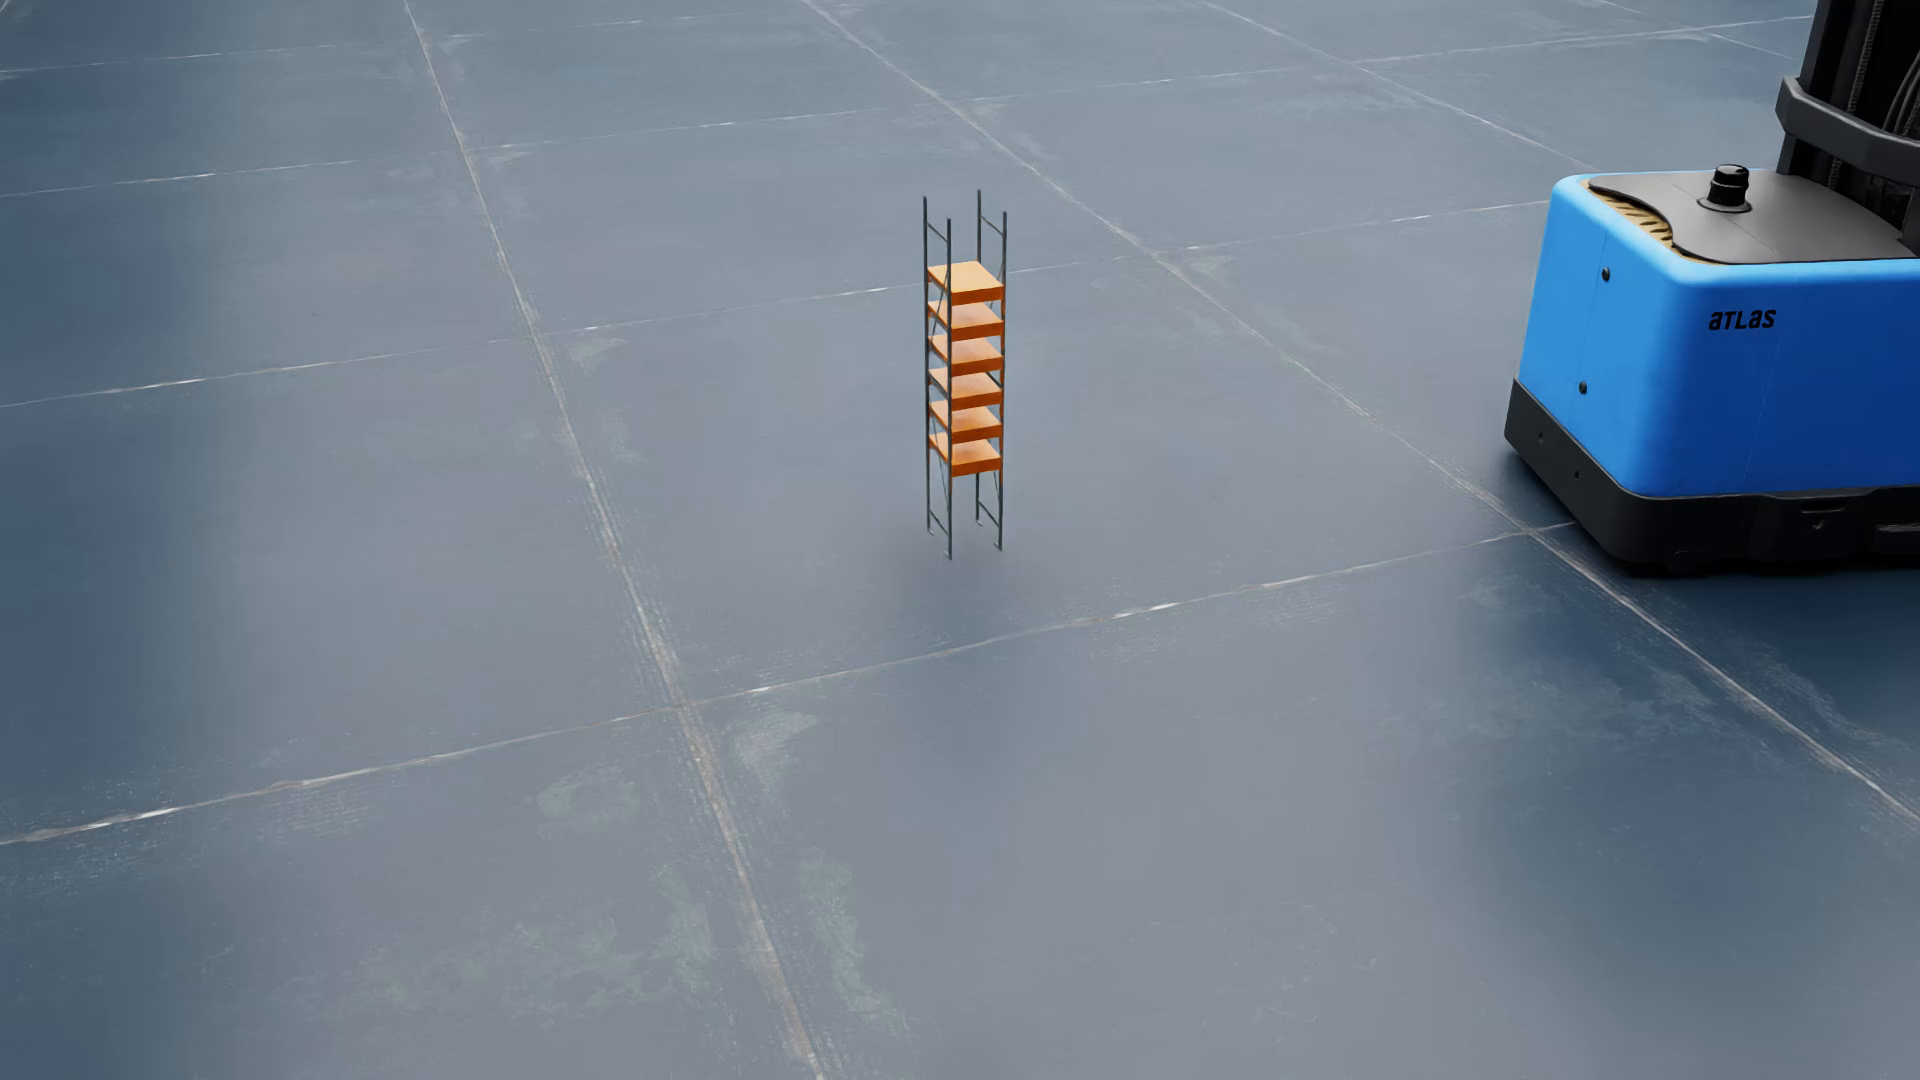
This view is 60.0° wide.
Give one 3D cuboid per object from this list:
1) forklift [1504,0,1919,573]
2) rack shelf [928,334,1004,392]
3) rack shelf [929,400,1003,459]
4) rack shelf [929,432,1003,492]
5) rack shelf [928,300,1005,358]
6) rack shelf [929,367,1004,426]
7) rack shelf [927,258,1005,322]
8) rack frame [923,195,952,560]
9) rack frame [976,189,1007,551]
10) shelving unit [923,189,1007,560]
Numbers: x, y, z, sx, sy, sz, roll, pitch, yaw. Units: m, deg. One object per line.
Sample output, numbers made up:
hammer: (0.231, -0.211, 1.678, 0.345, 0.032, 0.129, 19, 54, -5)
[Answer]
forklift: (3.610, -1.466, 5.363, 3.031, 2.935, 1.130, -3, 30, -5)
rack shelf: (0.014, -0.589, 5.420, 0.180, 0.103, 0.258, -10, 31, -18)
rack shelf: (0.014, -0.381, 5.539, 0.180, 0.103, 0.258, -10, 31, -18)
rack shelf: (0.014, -0.277, 5.598, 0.180, 0.103, 0.258, -10, 31, -18)
rack shelf: (0.014, -0.694, 5.361, 0.180, 0.103, 0.258, -10, 31, -18)
rack shelf: (0.014, -0.485, 5.479, 0.180, 0.103, 0.258, -10, 31, -18)
rack shelf: (0.014, -0.798, 5.301, 0.180, 0.103, 0.258, -10, 31, -18)
rack frame: (-0.072, -0.508, 5.430, 0.006, 1.200, 0.240, -10, 31, -18)
rack frame: (0.099, -0.540, 5.485, 0.006, 1.200, 0.240, -10, 31, -18)
shelving unit: (0.014, -0.524, 5.457, 0.189, 1.200, 0.258, -10, 31, -18)
